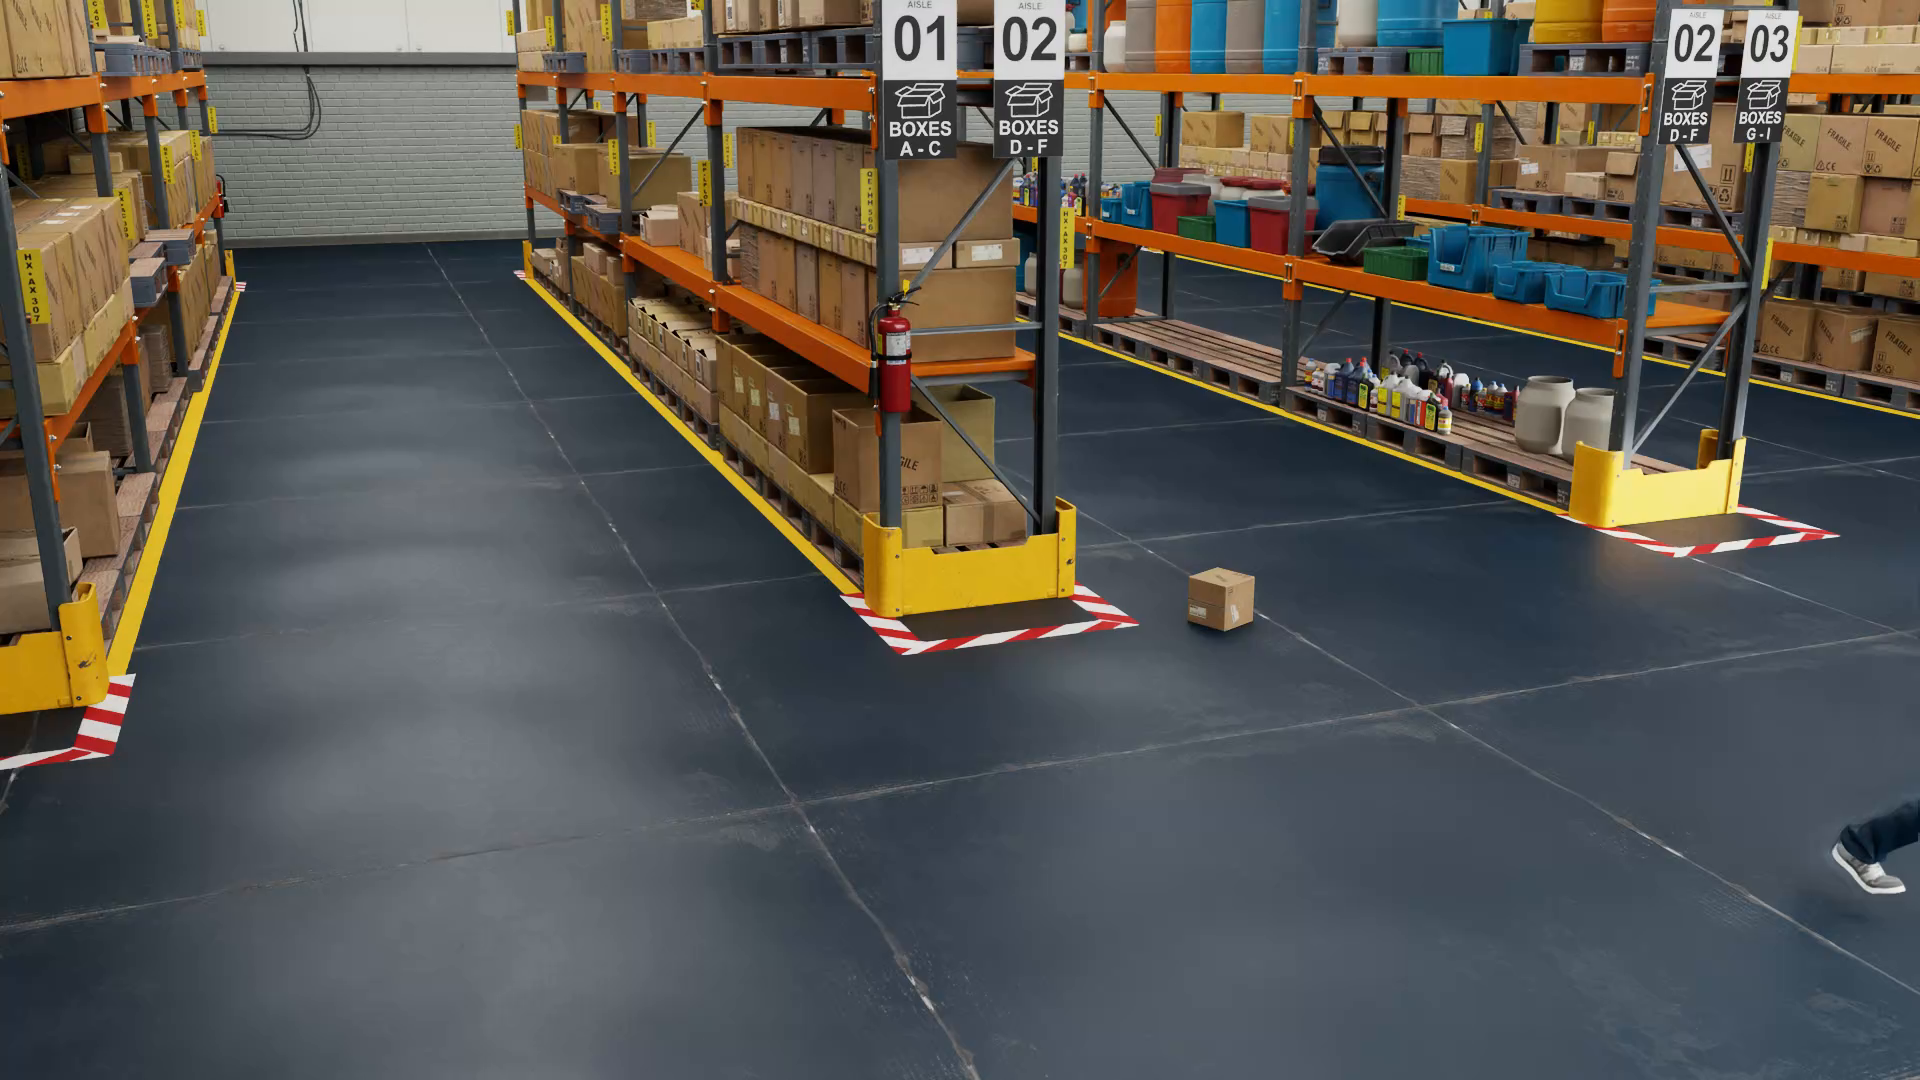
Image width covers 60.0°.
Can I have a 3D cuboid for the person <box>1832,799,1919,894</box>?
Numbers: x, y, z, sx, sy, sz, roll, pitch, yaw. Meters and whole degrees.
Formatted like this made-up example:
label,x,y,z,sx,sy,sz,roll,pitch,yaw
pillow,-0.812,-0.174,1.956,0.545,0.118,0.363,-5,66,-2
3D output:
label,x,y,z,sx,sy,sz,roll,pitch,yaw
person,3.428,0.590,5.457,0.412,1.551,0.896,-11,19,-35
